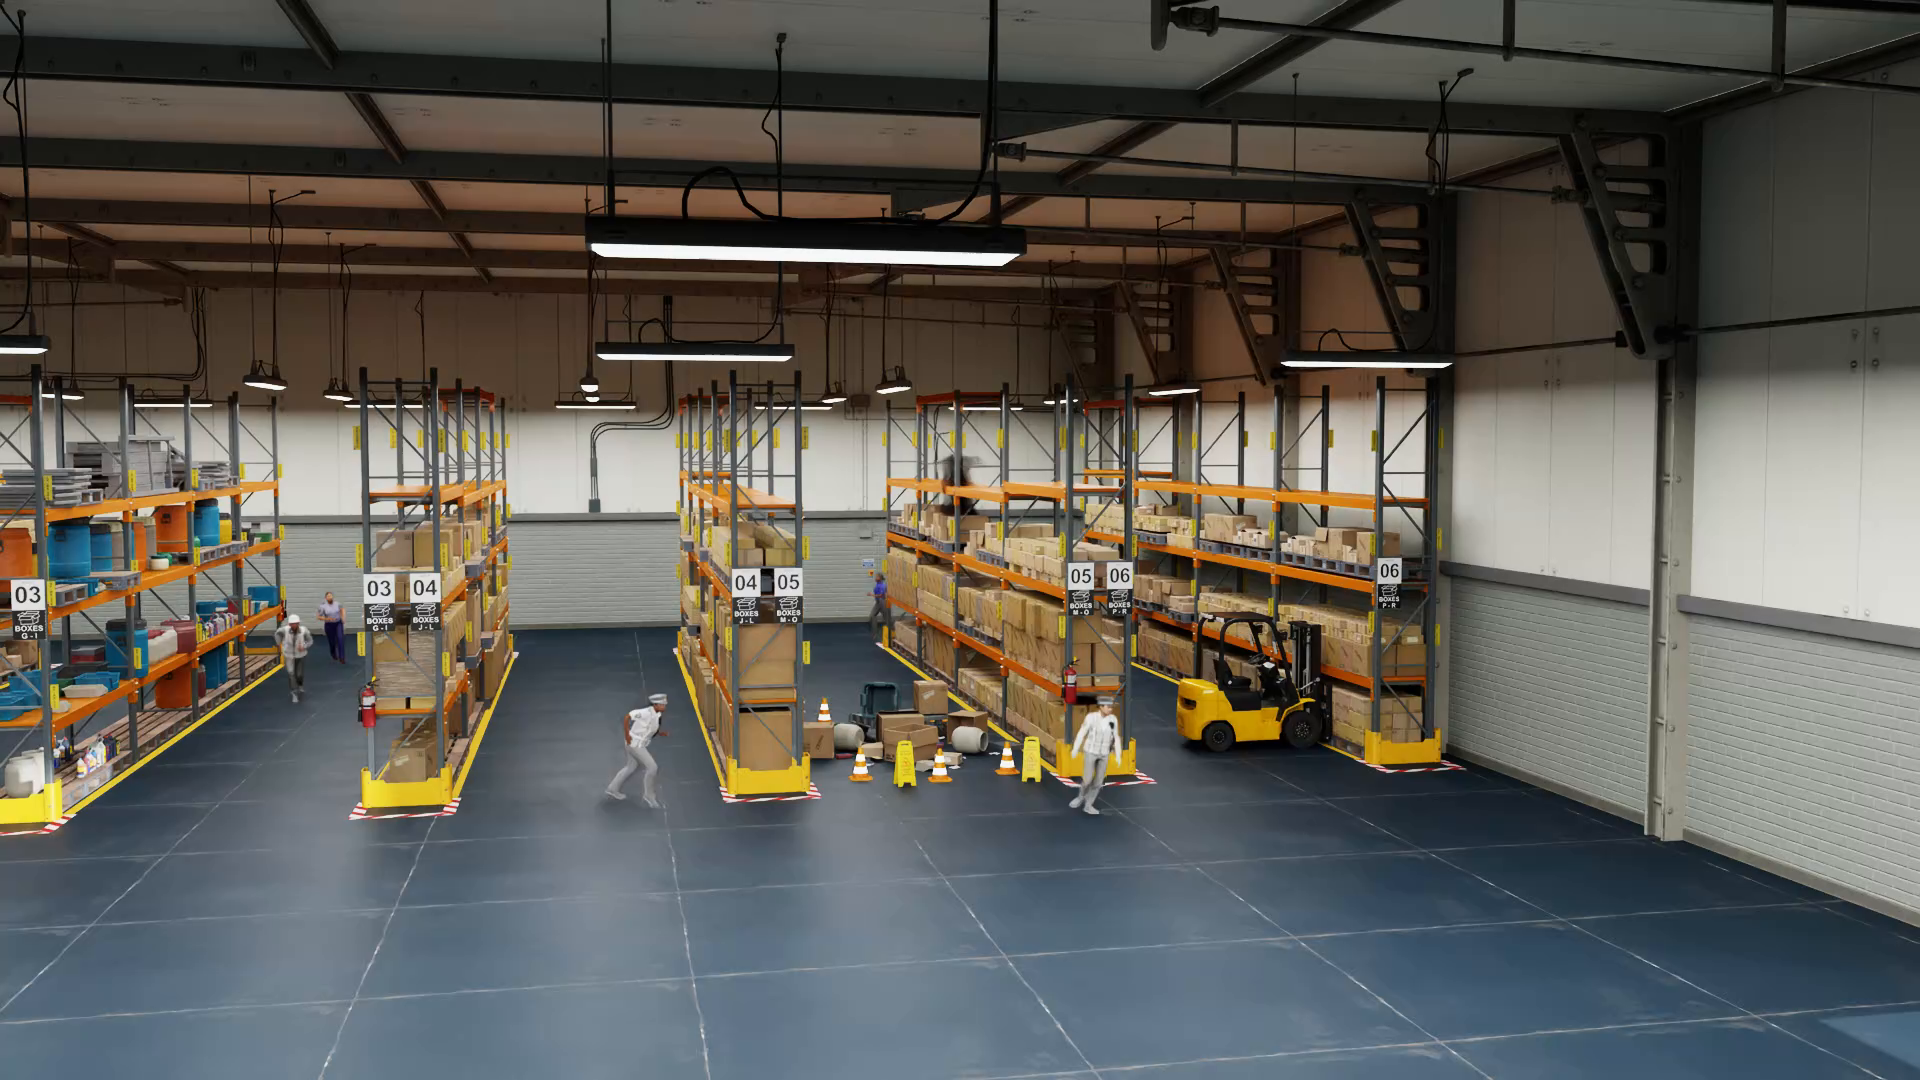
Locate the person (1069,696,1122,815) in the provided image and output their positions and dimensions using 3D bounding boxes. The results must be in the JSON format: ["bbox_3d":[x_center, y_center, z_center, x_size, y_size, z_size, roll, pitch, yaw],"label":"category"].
[{"bbox_3d":[1.823,2.873,22.249,0.633,1.629,0.547,-1,4,-16],"label":"person"}]

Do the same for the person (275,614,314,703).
[{"bbox_3d":[-12.849,2.271,32.141,0.703,1.741,1.035,-1,4,-16],"label":"person"}]

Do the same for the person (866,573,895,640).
[{"bbox_3d":[-1.986,1.677,42.020,0.847,1.719,0.562,-1,4,-23],"label":"person"}]

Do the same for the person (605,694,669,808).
[{"bbox_3d":[-4.449,2.895,22.775,0.964,1.616,0.619,1,4,17],"label":"person"}]

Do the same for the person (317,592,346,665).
[{"bbox_3d":[-14.155,1.975,37.462,0.633,1.627,0.860,-2,4,-31],"label":"person"}]
